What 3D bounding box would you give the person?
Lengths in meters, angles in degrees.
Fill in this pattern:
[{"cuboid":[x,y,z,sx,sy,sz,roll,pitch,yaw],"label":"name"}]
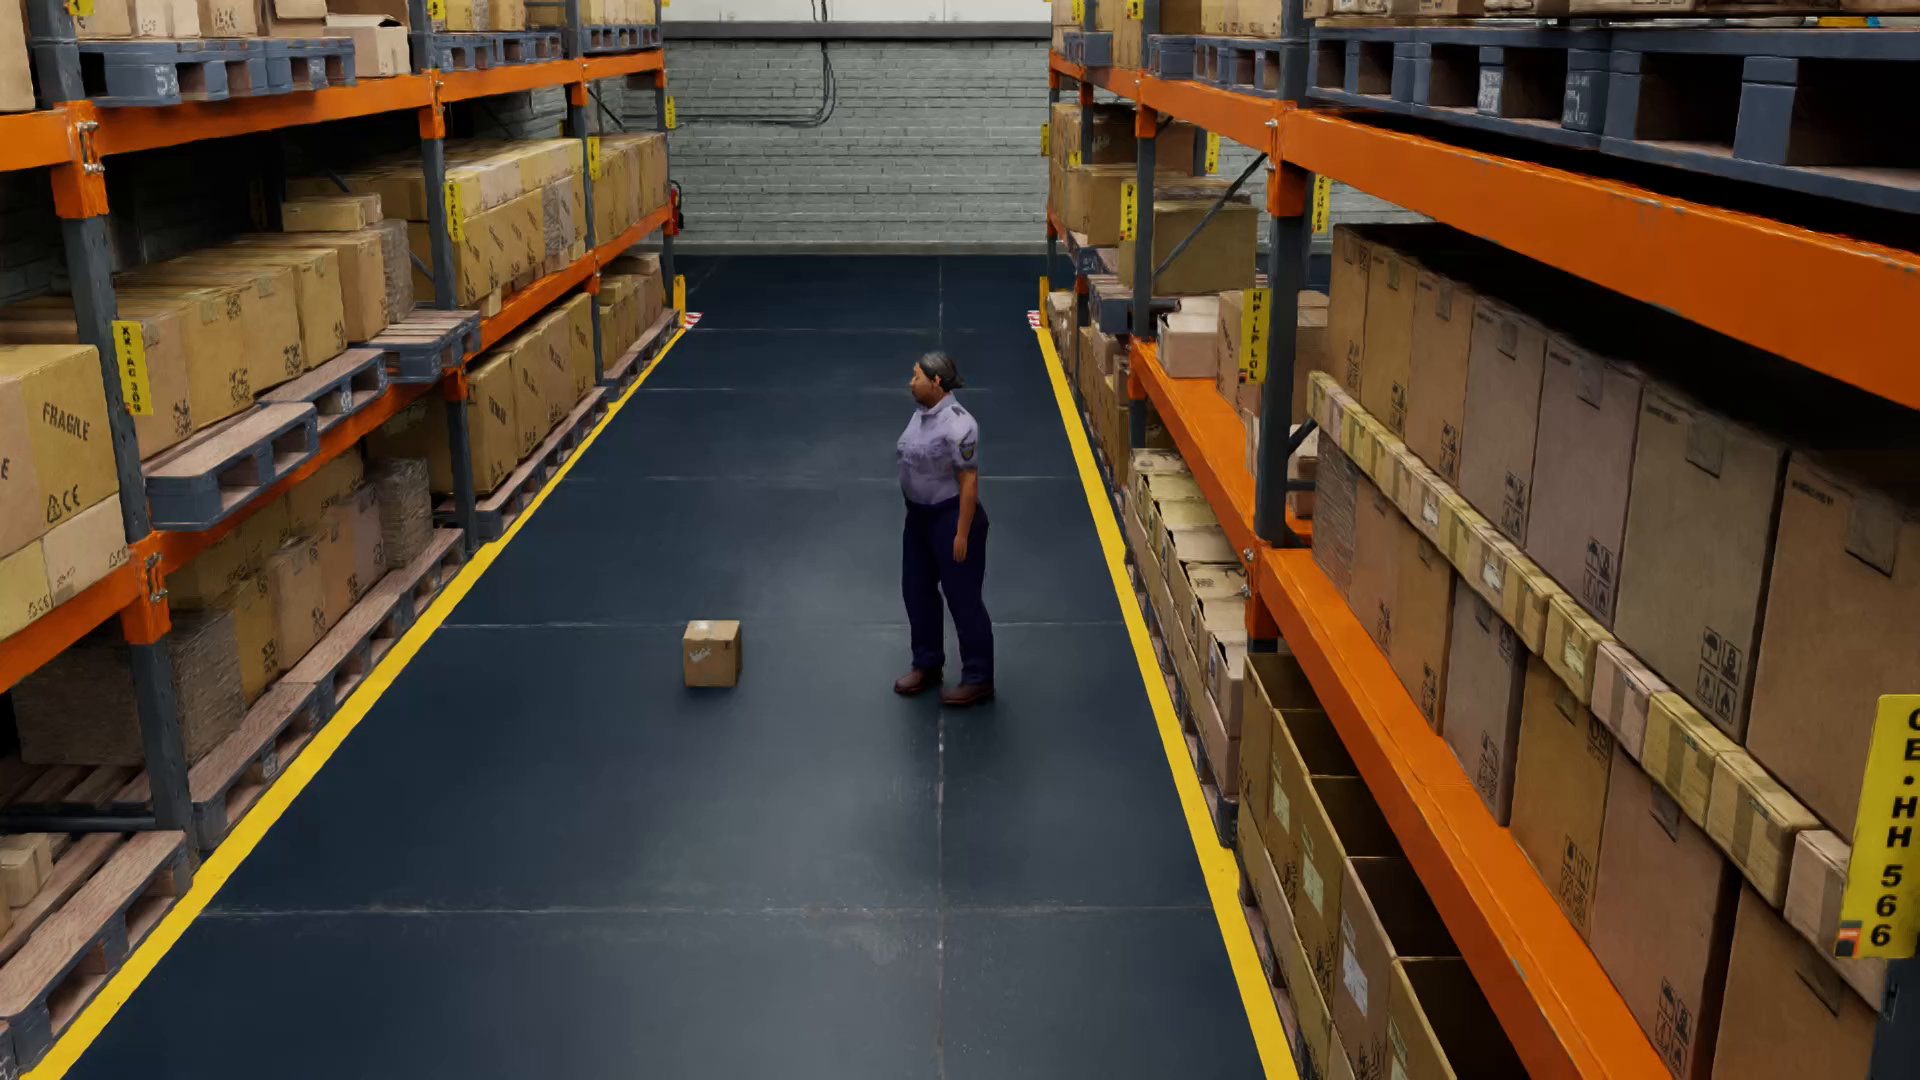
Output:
[{"cuboid":[-0.094,-0.058,7.738,0.396,1.636,0.484,-11,20,-31],"label":"person"}]
